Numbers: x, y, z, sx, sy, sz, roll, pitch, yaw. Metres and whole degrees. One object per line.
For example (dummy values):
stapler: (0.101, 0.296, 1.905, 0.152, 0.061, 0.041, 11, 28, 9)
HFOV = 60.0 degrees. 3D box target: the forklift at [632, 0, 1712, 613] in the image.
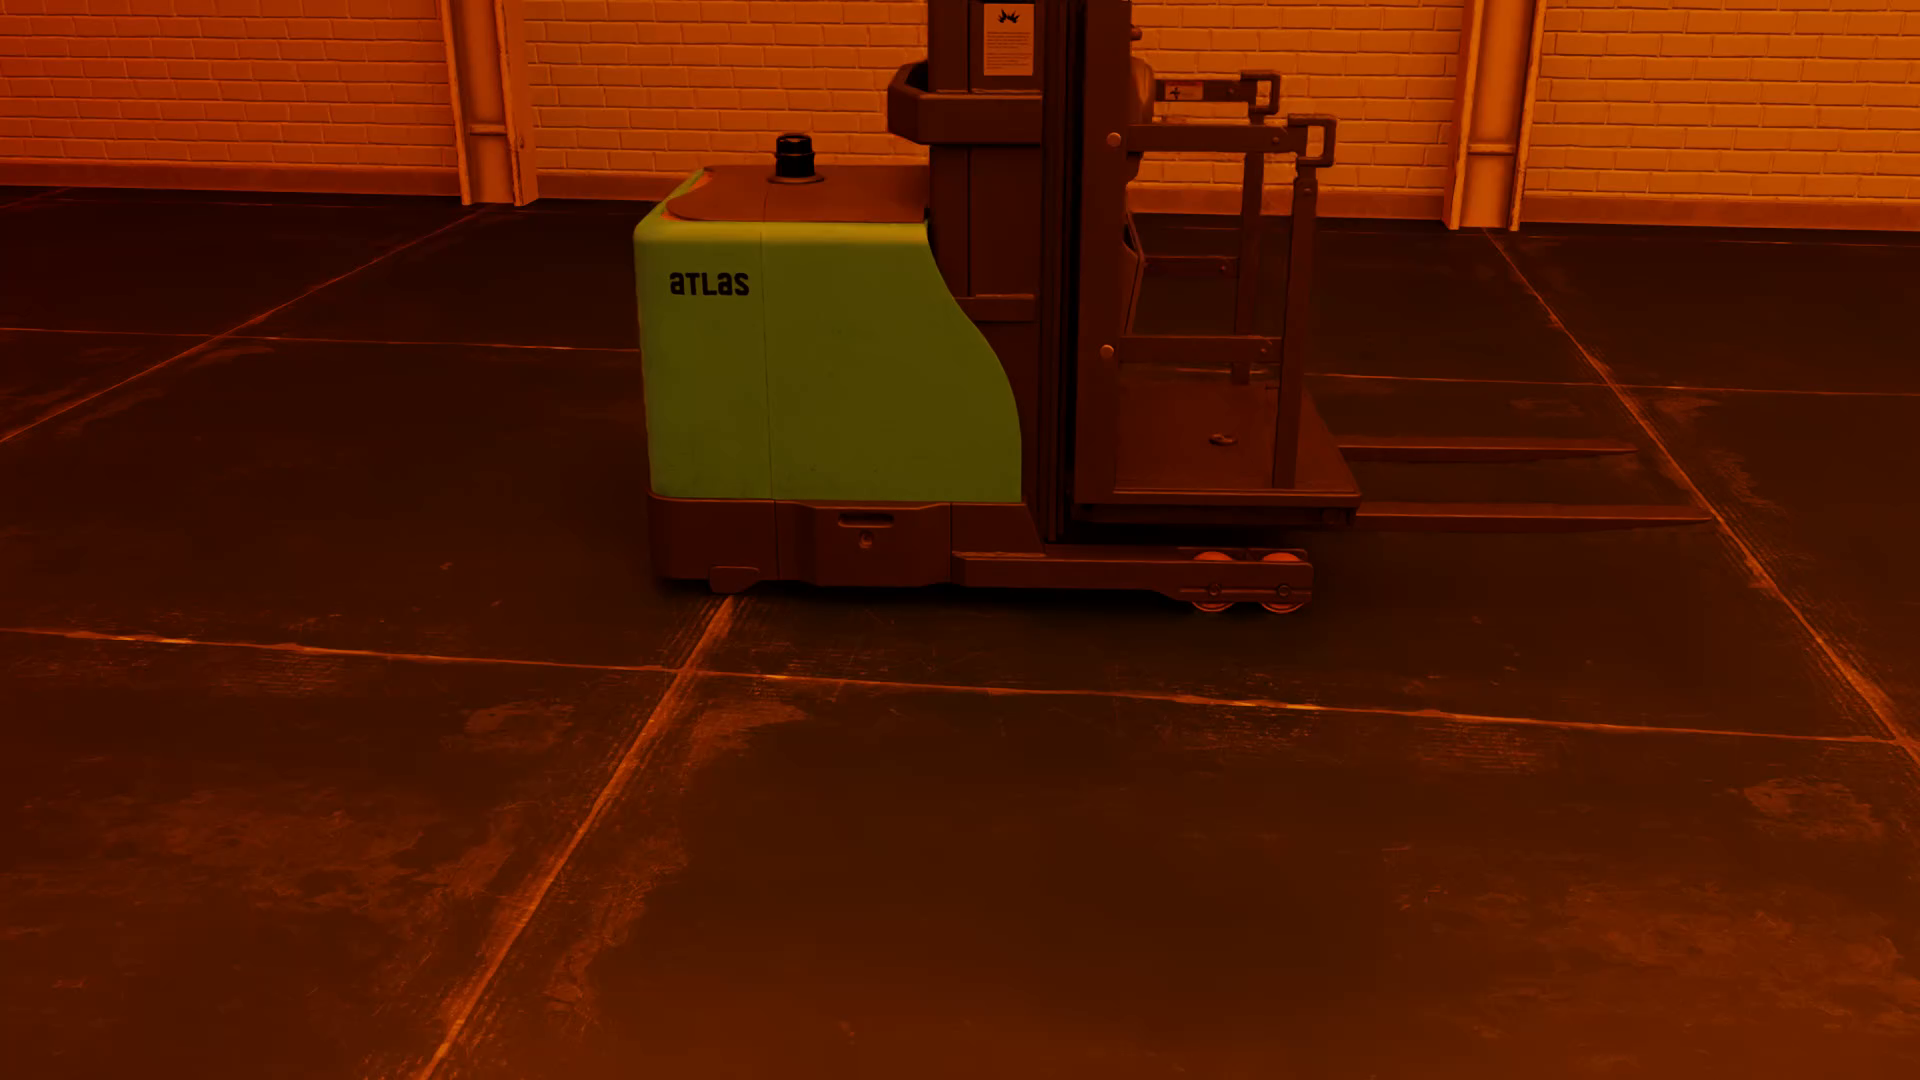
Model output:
forklift: (0.640, -1.358, 4.625, 3.031, 2.935, 1.130, 1, 22, 2)
